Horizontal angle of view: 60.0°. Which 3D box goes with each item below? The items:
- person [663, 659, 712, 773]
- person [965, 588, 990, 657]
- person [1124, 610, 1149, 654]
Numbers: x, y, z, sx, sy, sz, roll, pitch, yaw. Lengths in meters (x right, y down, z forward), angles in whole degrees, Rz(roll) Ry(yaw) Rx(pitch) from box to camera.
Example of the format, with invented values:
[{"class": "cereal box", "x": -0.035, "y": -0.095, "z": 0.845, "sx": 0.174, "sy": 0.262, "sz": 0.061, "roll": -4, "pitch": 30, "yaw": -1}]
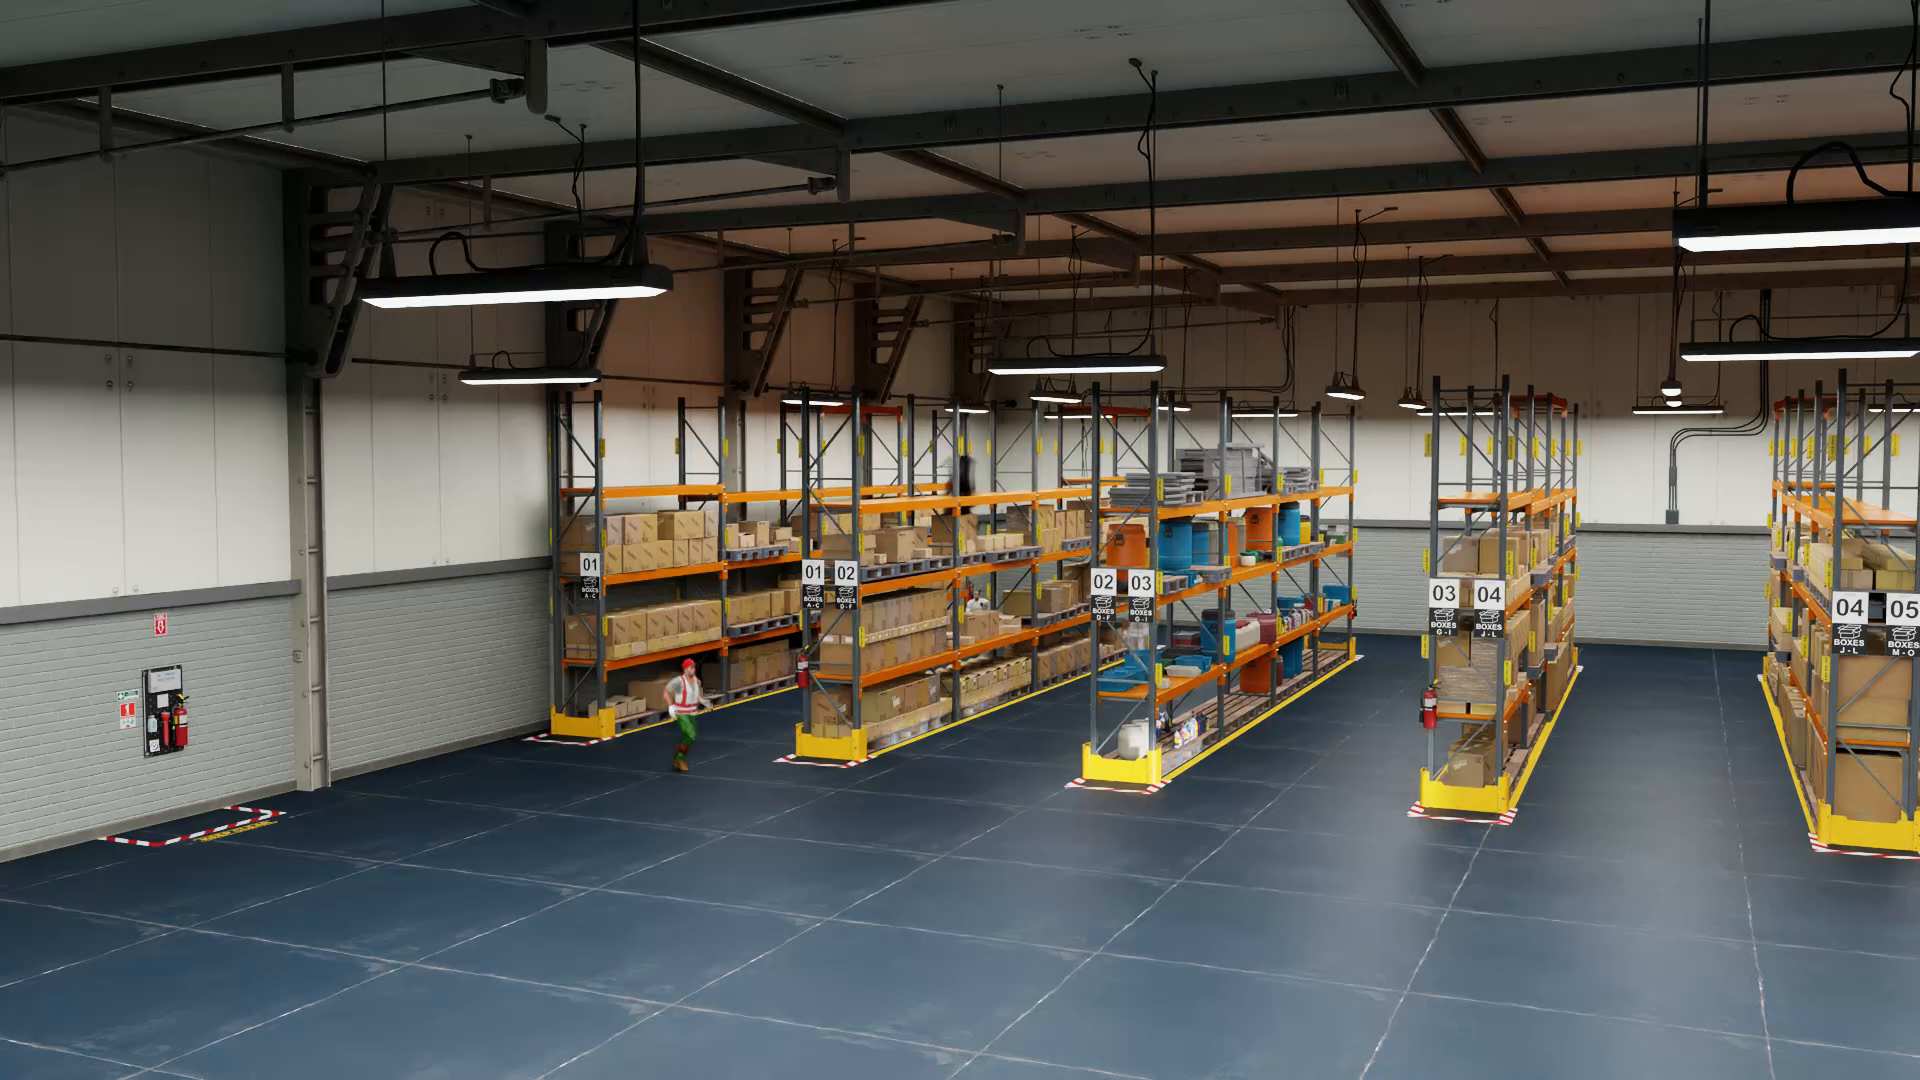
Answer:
[{"class": "person", "x": -4.237, "y": 2.714, "z": 25.724, "sx": 0.774, "sy": 1.772, "sz": 0.614, "roll": 3, "pitch": 4, "yaw": 38}, {"class": "person", "x": 0.454, "y": 1.970, "z": 40.001, "sx": 0.612, "sy": 1.661, "sz": 0.939, "roll": 1, "pitch": 3, "yaw": 13}, {"class": "person", "x": 3.943, "y": 2.123, "z": 36.718, "sx": 0.676, "sy": 1.710, "sz": 0.681, "roll": 1, "pitch": 3, "yaw": 9}]
